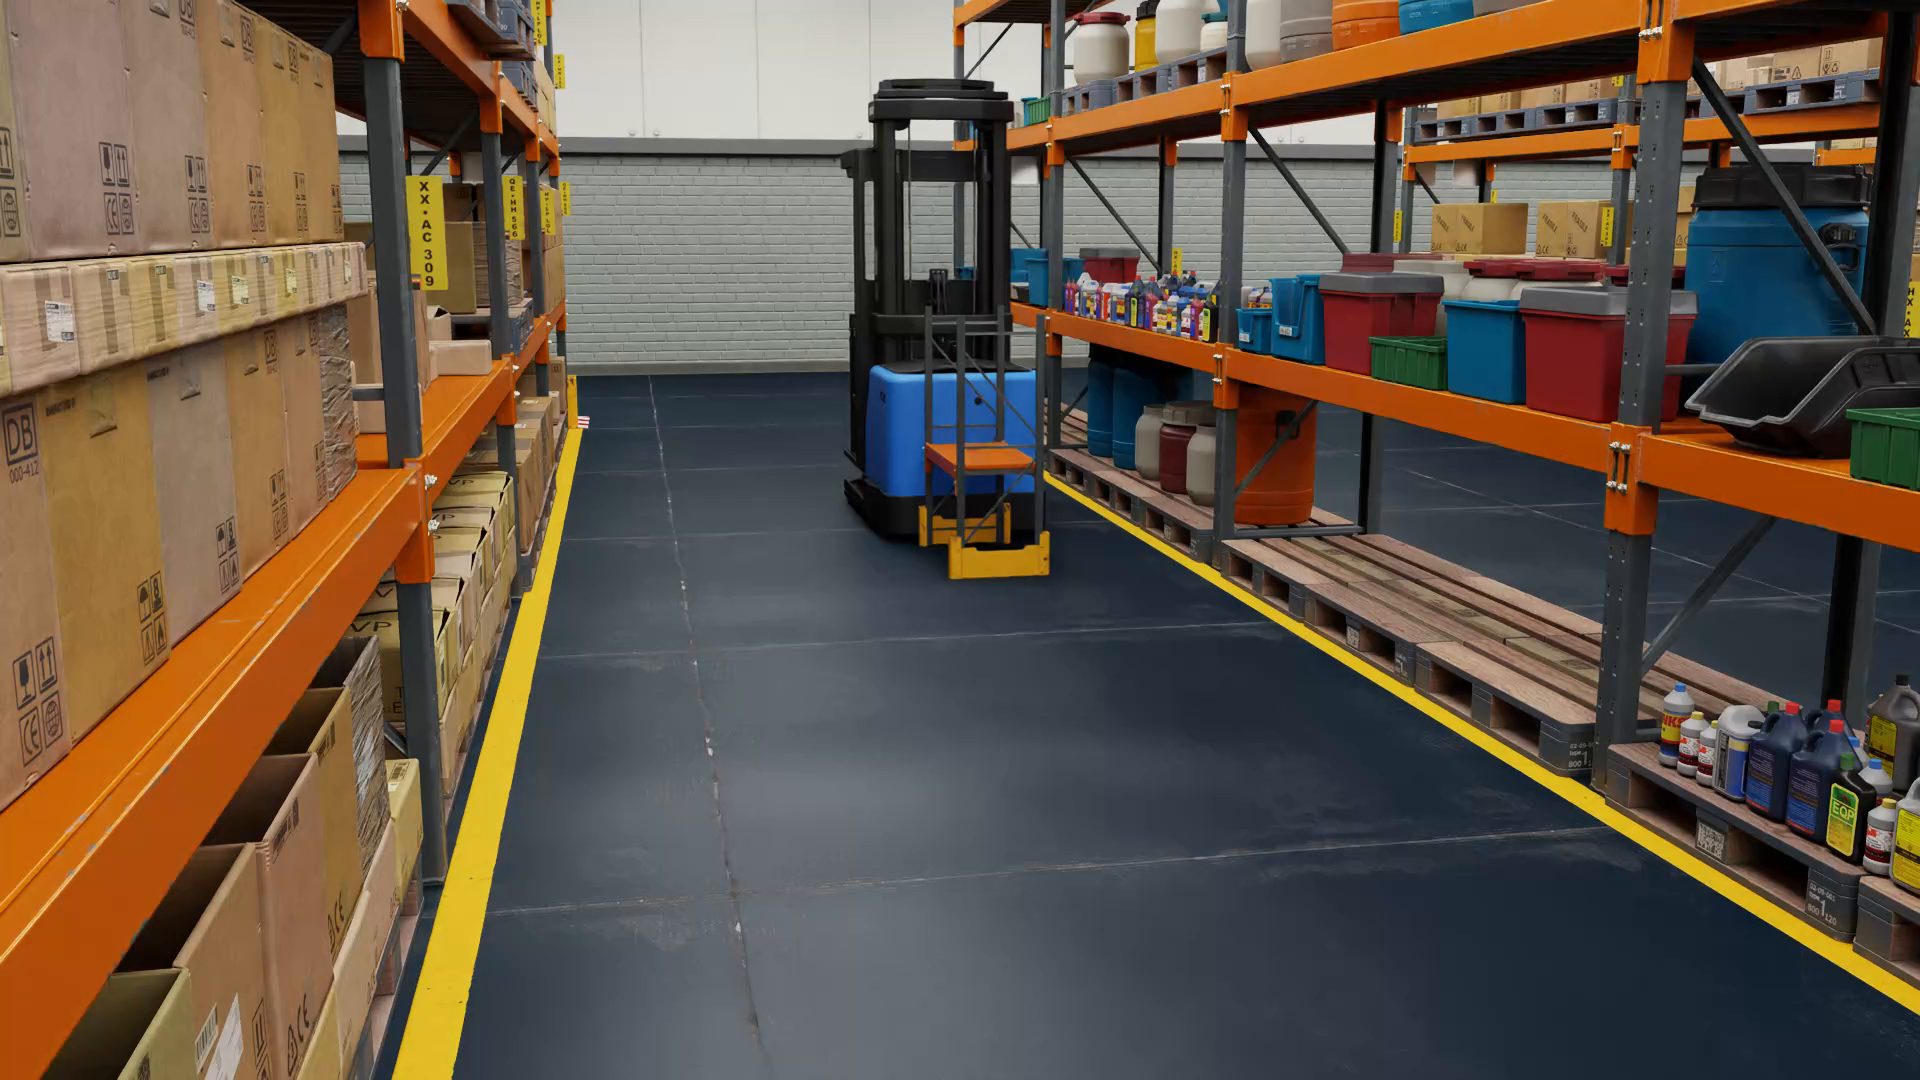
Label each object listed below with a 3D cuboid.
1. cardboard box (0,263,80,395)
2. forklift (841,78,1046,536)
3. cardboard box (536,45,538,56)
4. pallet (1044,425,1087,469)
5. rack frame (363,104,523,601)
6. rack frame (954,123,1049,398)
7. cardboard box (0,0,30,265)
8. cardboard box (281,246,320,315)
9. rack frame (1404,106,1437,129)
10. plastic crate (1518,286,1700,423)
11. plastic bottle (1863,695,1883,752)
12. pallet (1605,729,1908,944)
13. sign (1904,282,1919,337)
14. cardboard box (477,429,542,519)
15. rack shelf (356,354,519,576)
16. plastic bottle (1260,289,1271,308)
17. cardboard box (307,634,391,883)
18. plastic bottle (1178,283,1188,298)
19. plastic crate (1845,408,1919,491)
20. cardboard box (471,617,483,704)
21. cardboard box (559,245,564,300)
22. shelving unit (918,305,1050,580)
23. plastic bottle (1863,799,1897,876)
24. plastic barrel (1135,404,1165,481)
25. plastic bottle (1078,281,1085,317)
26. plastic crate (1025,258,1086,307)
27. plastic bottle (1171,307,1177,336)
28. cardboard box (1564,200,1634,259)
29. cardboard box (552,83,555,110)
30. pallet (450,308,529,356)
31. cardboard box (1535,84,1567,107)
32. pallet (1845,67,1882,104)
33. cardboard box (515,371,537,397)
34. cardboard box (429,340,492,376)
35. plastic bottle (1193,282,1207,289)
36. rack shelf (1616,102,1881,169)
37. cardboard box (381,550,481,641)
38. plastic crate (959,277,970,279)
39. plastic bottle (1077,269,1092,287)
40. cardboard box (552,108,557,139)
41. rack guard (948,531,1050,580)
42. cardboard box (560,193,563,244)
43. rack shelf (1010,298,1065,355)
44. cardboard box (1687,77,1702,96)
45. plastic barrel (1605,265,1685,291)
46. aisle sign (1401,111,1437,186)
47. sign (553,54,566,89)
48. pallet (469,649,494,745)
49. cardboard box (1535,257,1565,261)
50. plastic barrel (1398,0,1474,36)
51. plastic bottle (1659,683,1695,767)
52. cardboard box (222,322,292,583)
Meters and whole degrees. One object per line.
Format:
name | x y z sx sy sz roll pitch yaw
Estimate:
cardboard box | -1.325 -0.259 2.035 0.380 0.149 0.250 -2 11 -12
forklift | -0.238 -1.699 11.783 1.130 2.935 3.031 -2 11 -11
cardboard box | -4.308 -4.526 15.490 0.700 0.500 0.500 -2 11 -11
pallet | 1.033 -0.815 14.416 1.003 0.211 1.213 -2 11 -11
rack frame | -2.868 -1.139 8.656 1.000 3.000 0.127 -2 11 -11
rack frame | 0.436 -2.785 17.308 1.000 3.000 0.127 -2 11 -11
cardboard box | -1.508 -0.550 1.826 0.700 0.500 0.500 -2 11 -12
cardboard box | -1.675 -0.589 3.768 0.380 0.149 0.250 -2 11 -11
rack frame | 5.294 -5.913 17.694 1.000 3.000 0.127 -2 11 -11
plastic crate | 2.376 -0.694 6.147 0.402 0.464 0.583 -2 11 -11
plastic bottle | 3.146 0.629 5.675 0.097 0.201 0.097 0 11 0
pallet | 2.860 0.910 5.350 1.003 0.211 1.213 -2 11 -11
sign | 3.312 -0.738 5.813 0.100 0.325 0.005 -2 11 -11
cardboard box | -2.876 -0.409 10.330 0.500 0.500 0.500 -2 11 -12
rack shelf | -2.479 -0.418 6.797 1.077 0.370 4.000 -2 11 -11
plastic bottle | 2.049 -1.538 11.098 0.097 0.271 0.097 0 11 0
cardboard box | -1.699 0.540 4.061 0.500 0.500 0.500 -2 11 -11
plastic bottle | 1.658 -1.761 12.268 0.097 0.271 0.097 0 11 0
plastic crate | 2.757 -0.221 4.403 0.450 0.188 0.662 -2 11 -11
cardboard box | -2.127 0.468 6.447 0.500 0.250 0.500 -2 11 -13
cardboard box | -3.965 -2.488 15.477 0.500 0.500 0.500 -2 11 -11
shelving unit | 0.128 -0.617 9.928 0.587 1.500 1.083 -2 11 -11
plastic bottle | 2.589 0.825 4.649 0.097 0.201 0.097 0 11 0
plastic barrel | 1.463 -0.699 11.876 0.421 0.512 0.421 0 11 0
plastic bottle | 0.952 -1.843 12.701 0.097 0.271 0.097 0 11 0
plastic crate | 0.789 -2.147 13.834 0.392 0.384 0.575 -2 11 -11
plastic bottle | 1.389 -1.397 10.545 0.097 0.201 0.097 0 11 0
cardboard box | 5.721 -2.747 14.708 0.500 0.500 0.500 -2 11 -9
cardboard box | -4.073 -4.166 15.606 0.500 0.250 0.500 -2 11 -11
pallet | -3.068 -1.166 9.314 1.213 0.211 1.003 -2 11 -11
cardboard box | 5.761 -4.250 15.323 0.700 0.500 0.500 -2 11 -8
pallet | 6.673 -2.995 10.893 1.213 0.211 1.003 -2 11 -8
cardboard box | -4.016 -1.206 14.513 0.797 0.503 0.637 -2 11 -11
cardboard box | -2.422 -0.860 7.866 0.380 0.149 0.250 -2 11 -11
plastic bottle | 1.777 -1.771 12.309 0.152 0.276 0.135 -2 11 -11
rack shelf | 6.461 -2.985 12.260 1.077 0.370 4.000 -2 11 -11
cardboard box | -2.120 0.192 6.395 0.500 0.311 0.500 -2 11 -13
plastic crate | 0.142 -2.566 16.701 0.250 0.136 0.298 -2 11 -11
plastic bottle | 0.972 -1.944 13.018 0.144 0.351 0.185 -2 11 -11
cardboard box | -4.065 -3.921 15.654 0.500 0.250 0.500 -2 11 -11
rack guard | 0.225 0.088 9.565 0.587 0.250 0.087 -2 11 -11
cardboard box | -4.067 -3.075 15.886 0.500 0.500 0.500 -2 11 -12
rack shelf | 0.825 -2.065 15.448 1.077 0.370 4.000 -2 11 -11
cardboard box | 6.195 -3.855 13.514 0.700 0.500 0.500 -2 11 -10
plastic barrel | 2.799 -0.835 6.696 0.433 0.535 0.433 0 11 0
aisle sign | 4.986 -4.245 18.023 0.394 0.787 0.004 -2 11 -11
sign | -3.875 -4.531 16.089 0.100 0.325 0.005 -2 11 -11
pallet | -2.512 0.607 6.943 1.003 0.211 1.213 -2 11 -11
cardboard box | 5.626 -2.471 15.260 0.500 0.250 0.500 -2 11 -9
plastic barrel | 2.204 -2.630 7.127 0.600 0.901 0.708 -2 11 -11
plastic bottle | 2.402 0.614 5.568 0.097 0.271 0.097 0 11 0
cardboard box | -1.794 -0.184 3.375 0.700 0.500 0.500 -2 11 -10
